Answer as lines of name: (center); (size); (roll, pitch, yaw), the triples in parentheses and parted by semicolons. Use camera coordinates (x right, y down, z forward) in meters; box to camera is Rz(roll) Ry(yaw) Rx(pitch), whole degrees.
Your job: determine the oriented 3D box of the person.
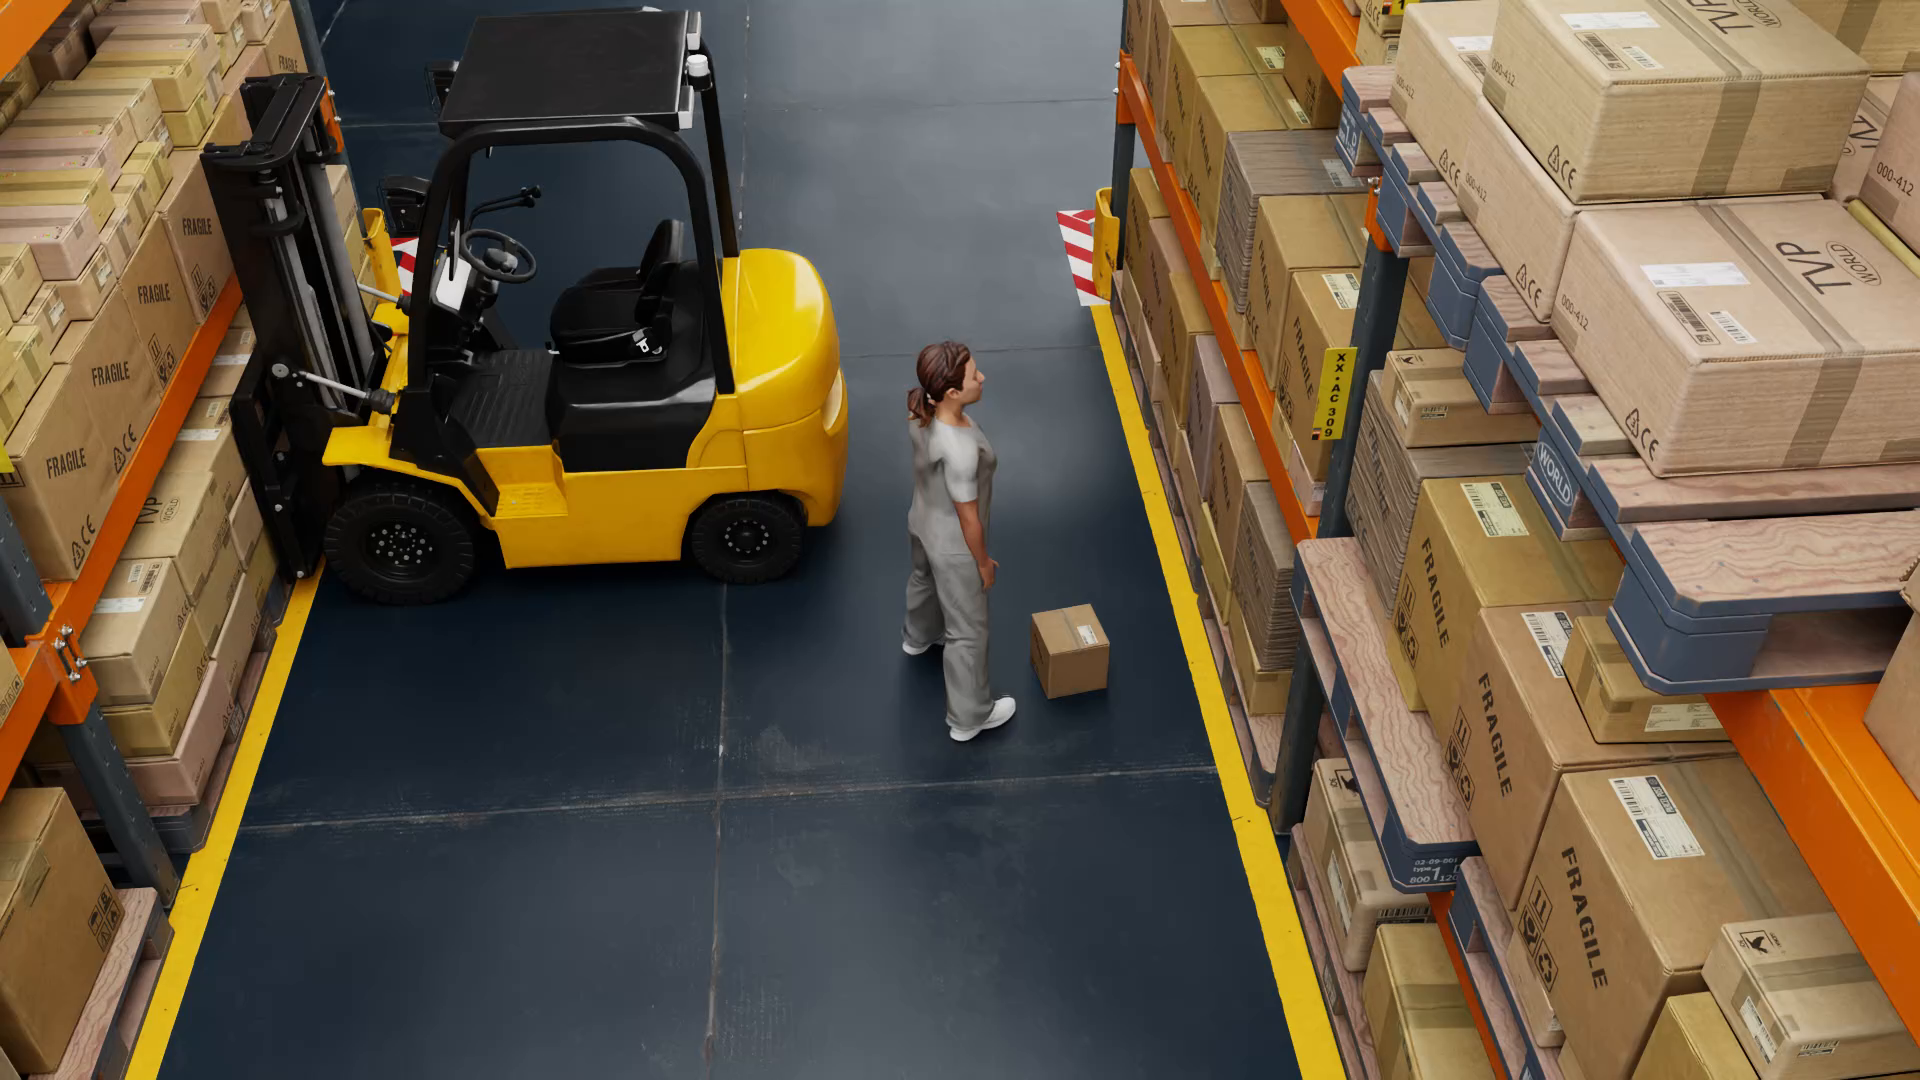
person: (-0.028, -0.052, 6.213); (0.394, 1.669, 0.647); (-16, 42, -19)
